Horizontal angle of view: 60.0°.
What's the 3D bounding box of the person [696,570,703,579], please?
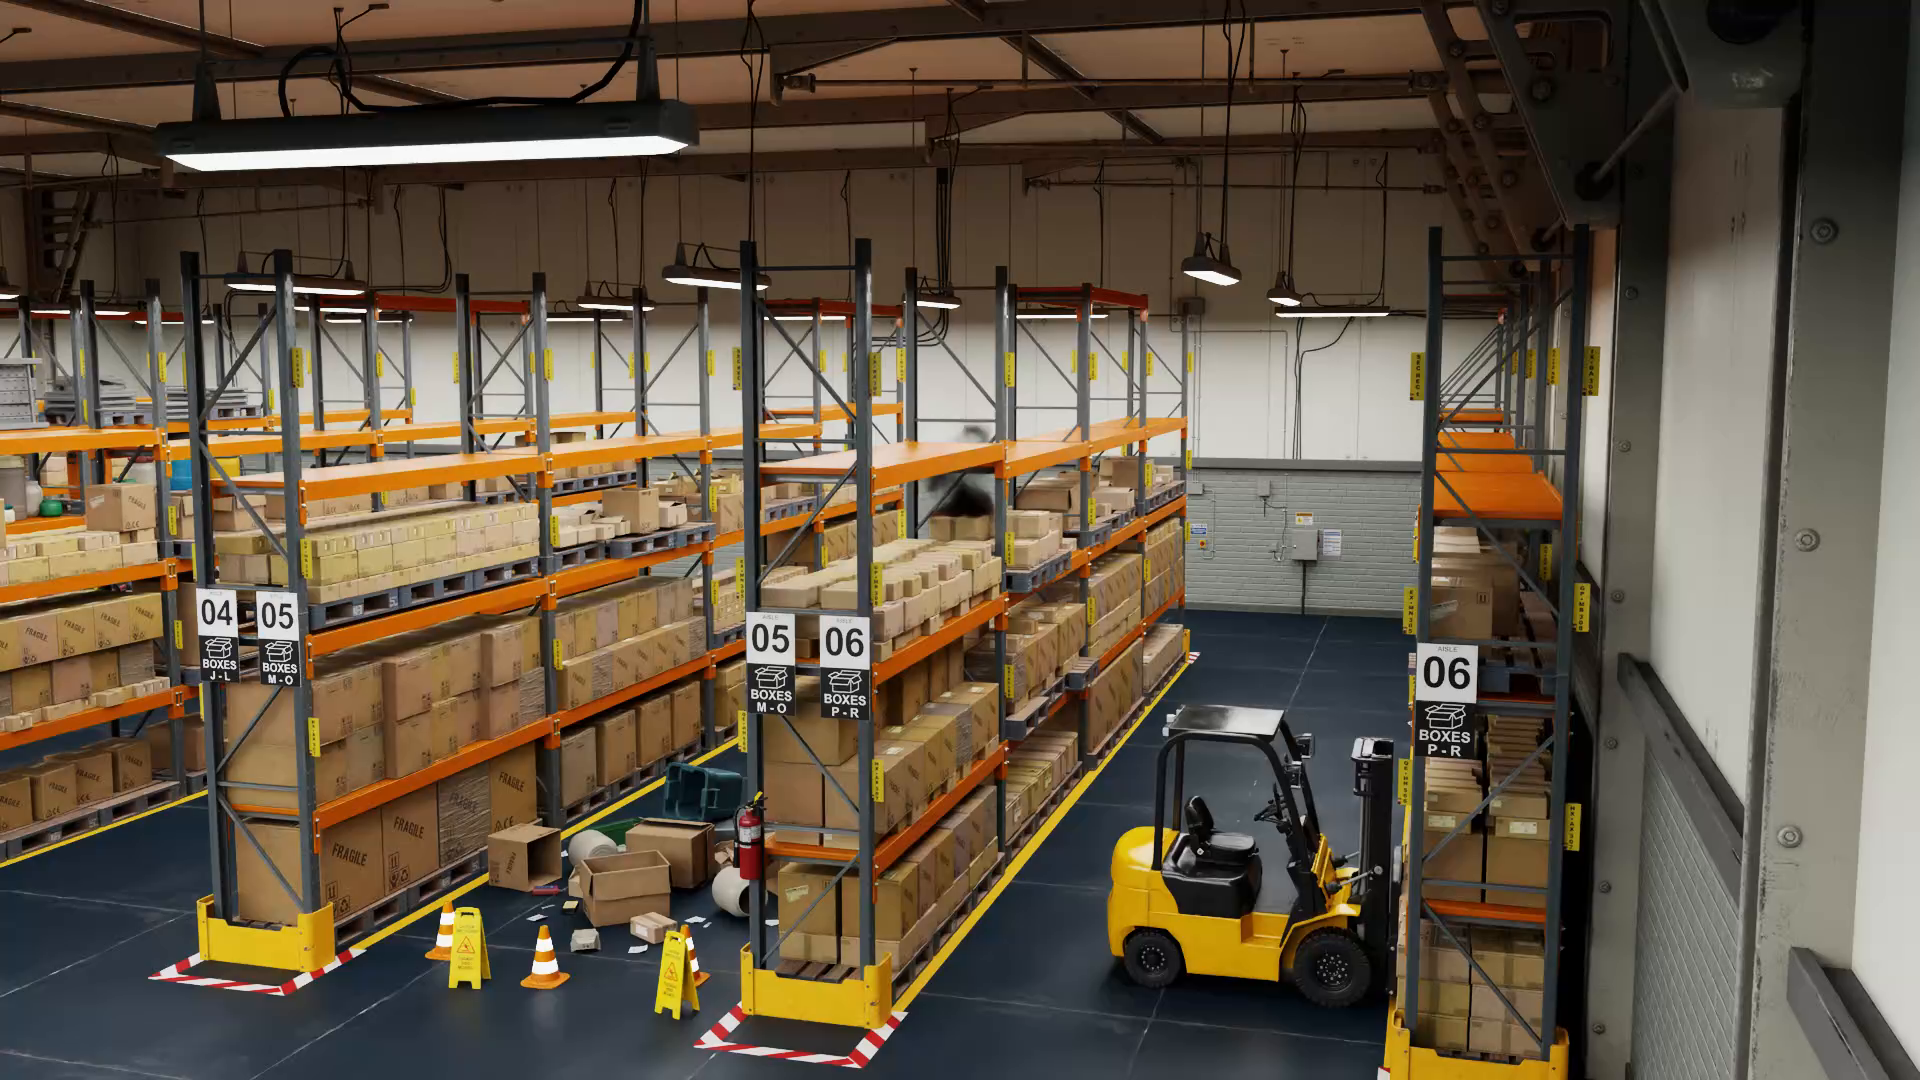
[{"bbox_3d":[-4.078,1.341,26.466,0.699,1.768,0.922,2,7,17],"label":"person"}]
